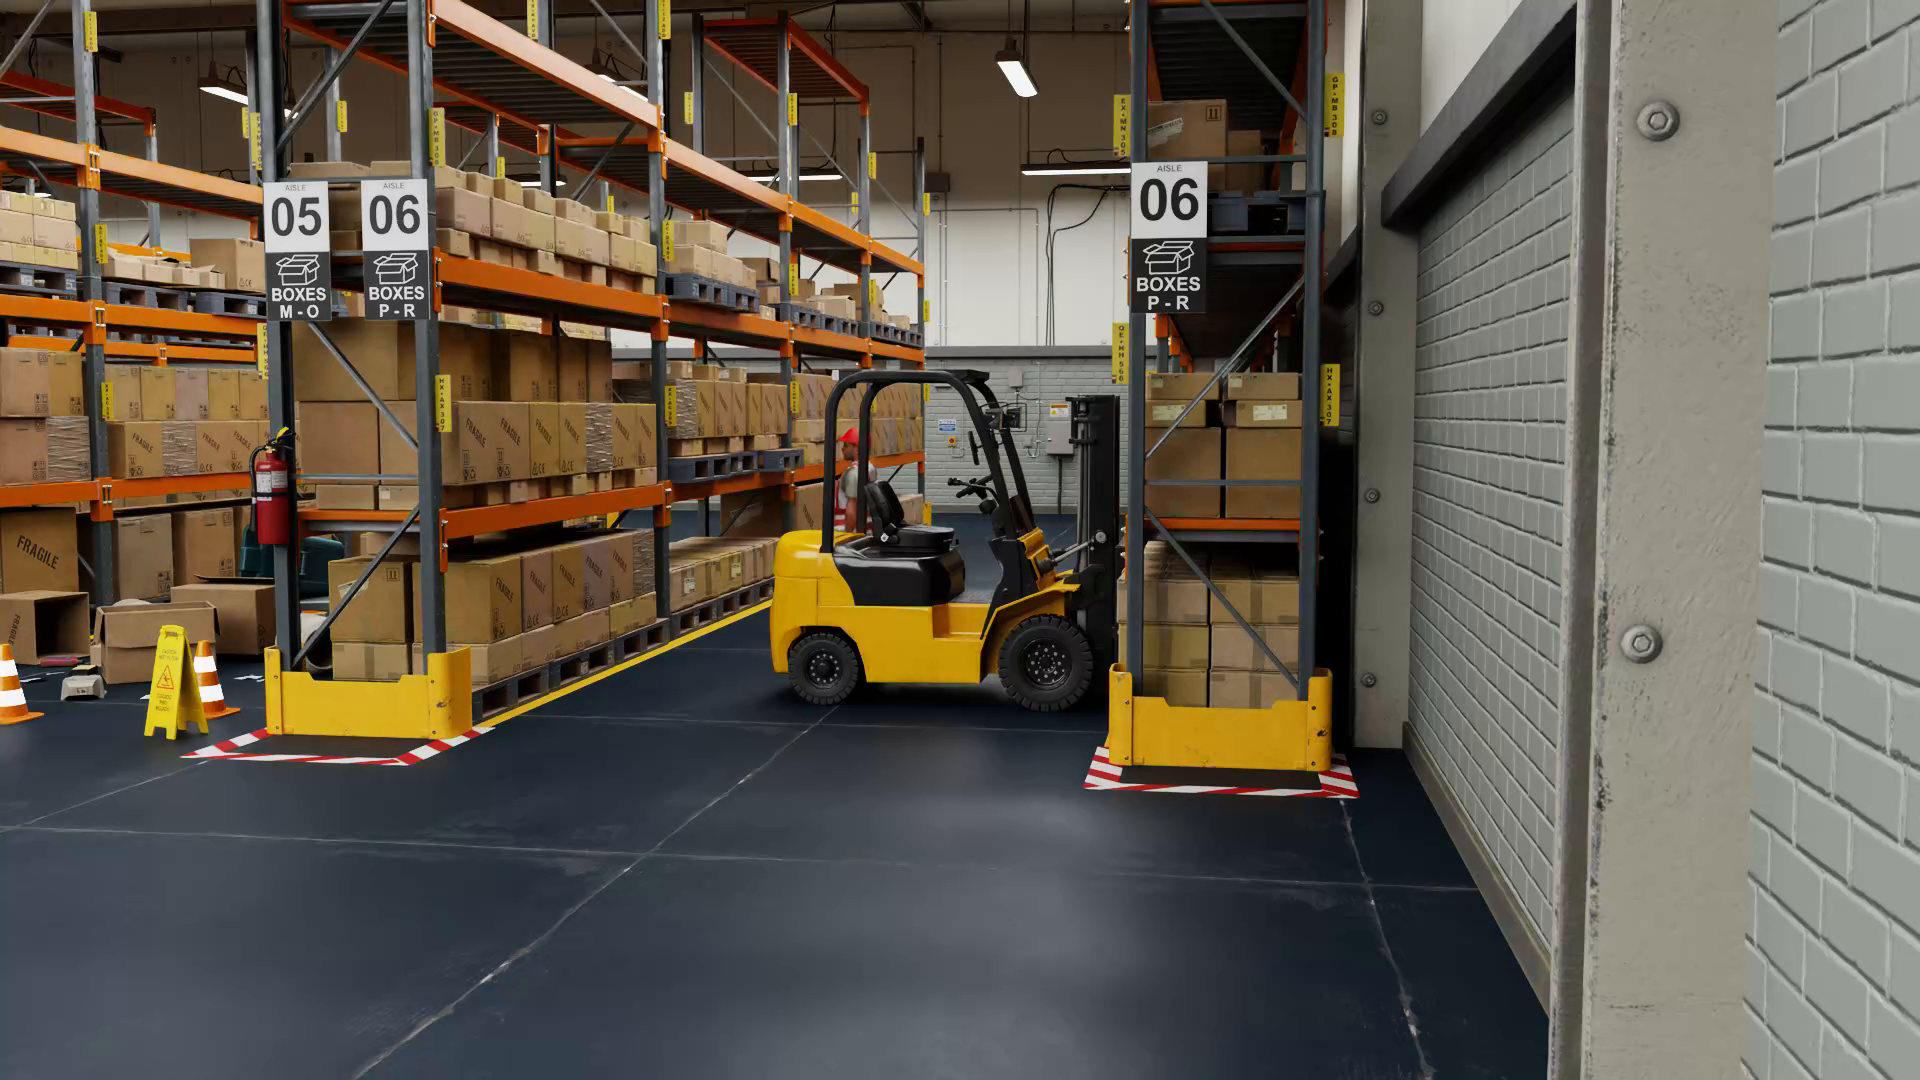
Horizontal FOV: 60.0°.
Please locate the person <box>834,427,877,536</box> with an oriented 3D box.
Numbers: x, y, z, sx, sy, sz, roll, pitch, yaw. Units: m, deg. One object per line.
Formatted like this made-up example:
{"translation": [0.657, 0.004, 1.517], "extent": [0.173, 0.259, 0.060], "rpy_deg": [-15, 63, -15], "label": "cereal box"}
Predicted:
{"translation": [-0.931, -0.023, 13.799], "extent": [0.446, 1.823, 0.527], "rpy_deg": [1, 4, 10], "label": "person"}
